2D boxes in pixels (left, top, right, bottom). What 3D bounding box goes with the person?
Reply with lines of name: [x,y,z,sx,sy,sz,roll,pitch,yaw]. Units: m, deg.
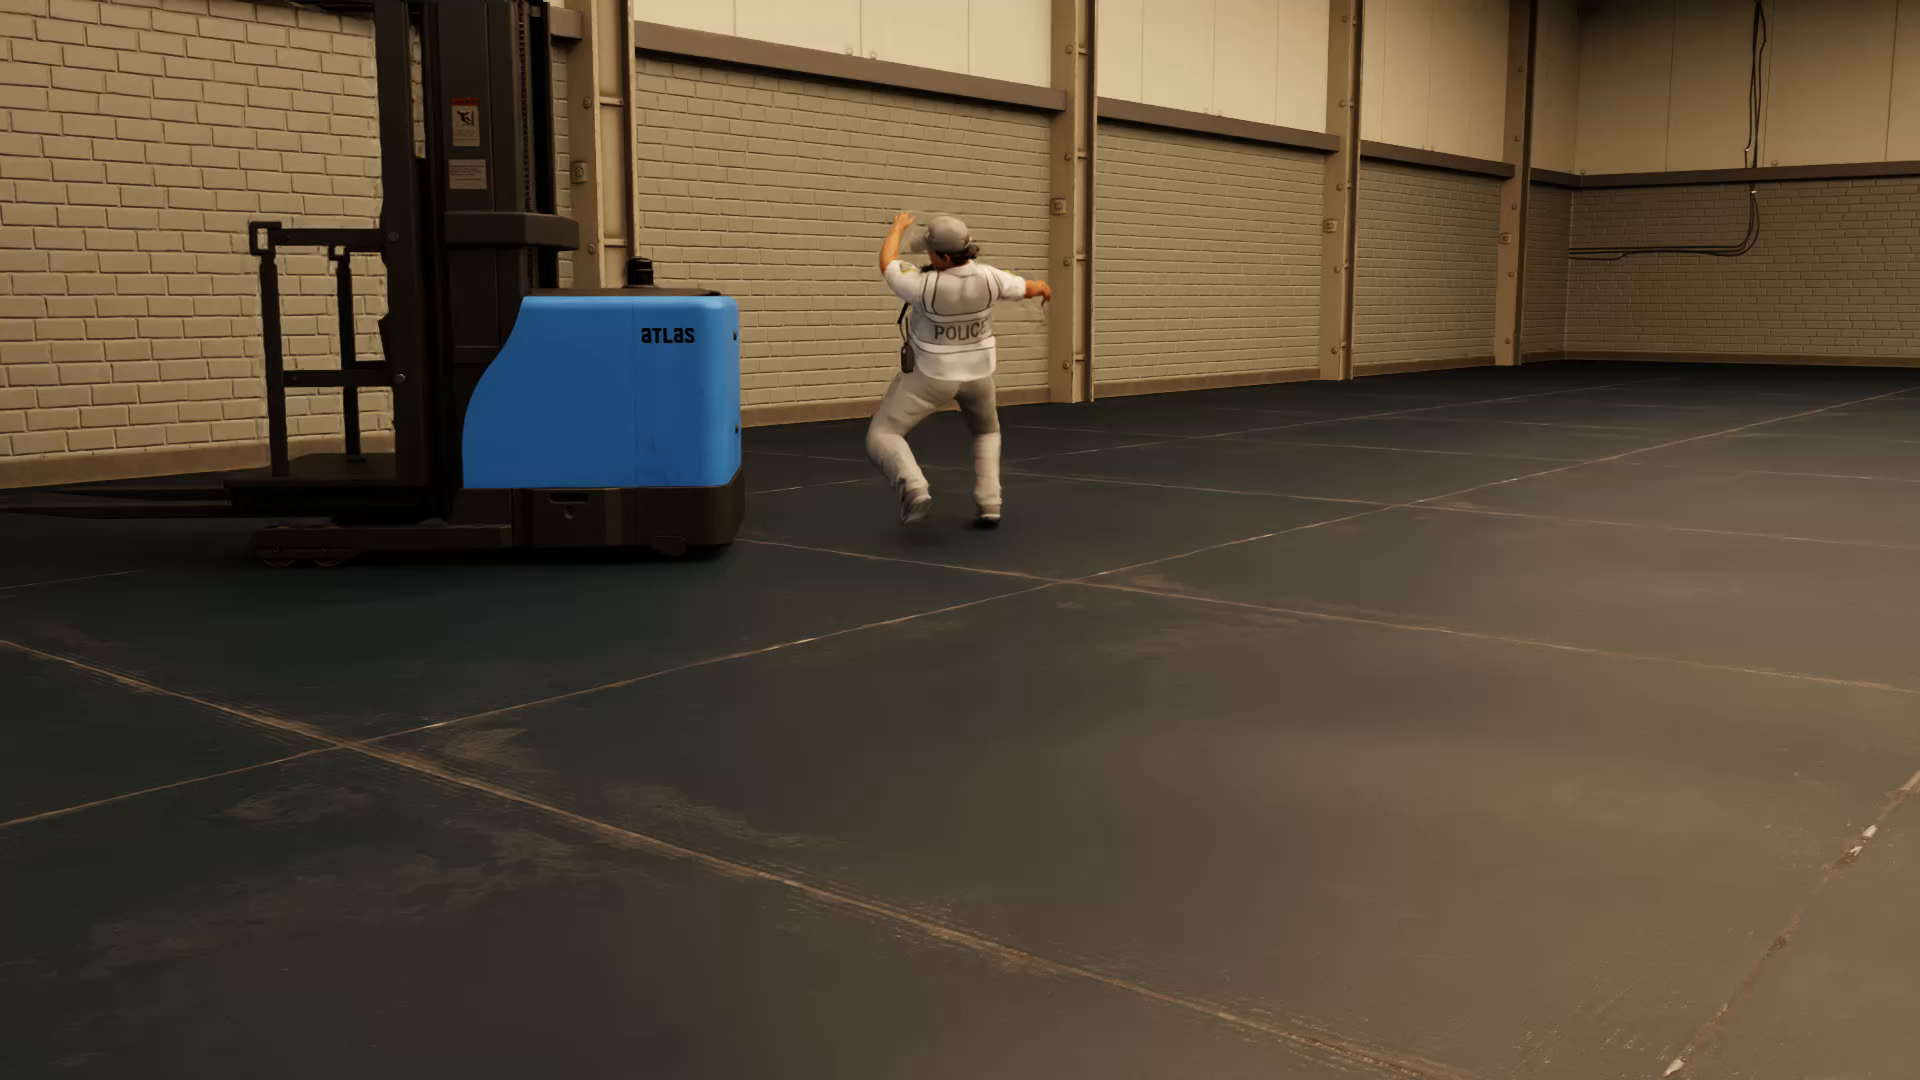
person: [0.059,-0.798,7.756,1.026,1.459,0.681,-5,10,-32]

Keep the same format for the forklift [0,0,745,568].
forklift: [-2.479,-1.419,6.981,3.031,2.935,1.130,-1,8,-4]
